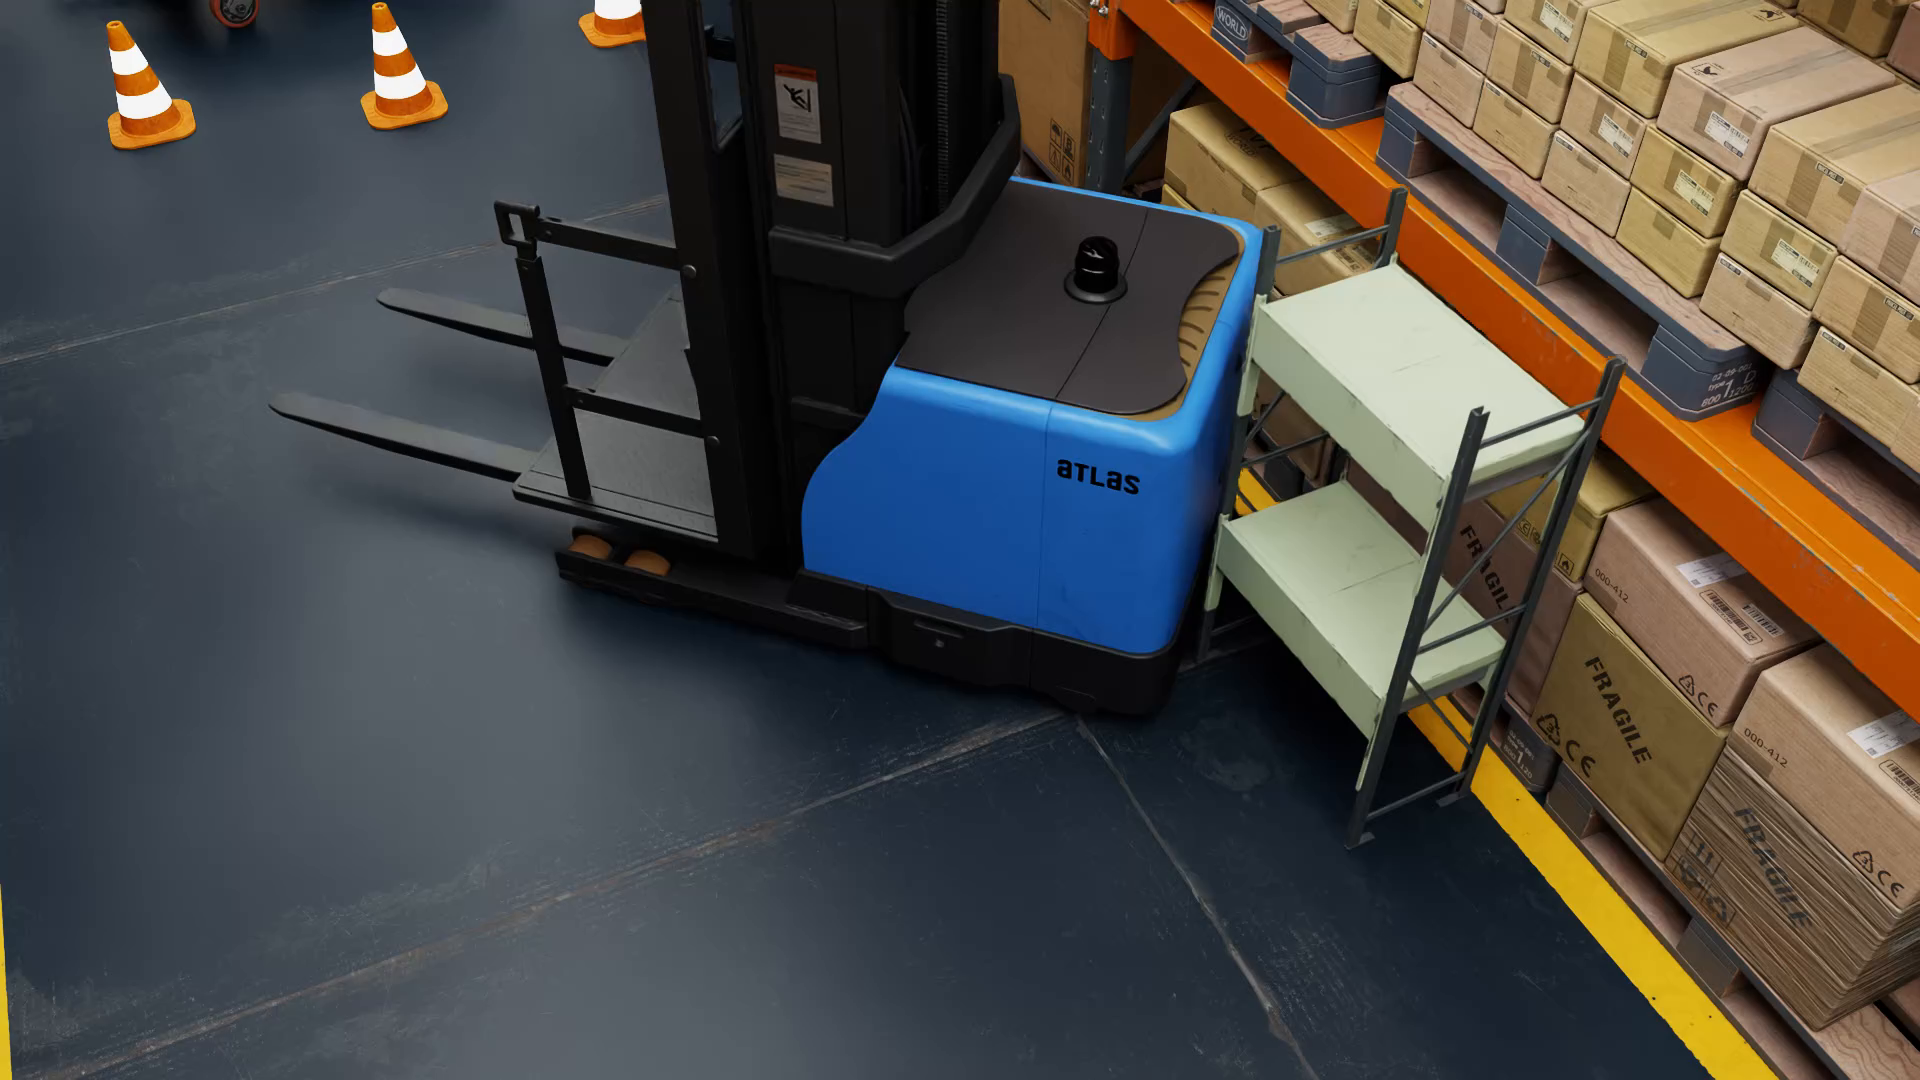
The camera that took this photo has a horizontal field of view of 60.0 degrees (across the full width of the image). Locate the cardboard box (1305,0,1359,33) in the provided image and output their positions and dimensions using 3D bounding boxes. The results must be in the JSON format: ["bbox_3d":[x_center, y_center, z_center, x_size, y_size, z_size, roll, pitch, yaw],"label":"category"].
[{"bbox_3d":[1.159,-1.545,4.560,0.380,0.149,0.250,-16,47,-15],"label":"cardboard box"}]

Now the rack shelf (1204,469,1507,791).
[{"bbox_3d":[1.038,0.223,4.415,0.431,0.370,0.720,-19,48,-19],"label":"rack shelf"}]

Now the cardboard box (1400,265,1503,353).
[{"bbox_3d":[1.408,-0.546,4.614,0.500,0.250,0.500,-18,47,-17],"label":"cardboard box"}]

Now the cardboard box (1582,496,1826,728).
[{"bbox_3d":[1.863,0.119,3.941,0.500,0.250,0.500,-16,47,-16],"label":"cardboard box"}]

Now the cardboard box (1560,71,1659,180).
[{"bbox_3d":[1.609,-0.980,3.775,0.380,0.149,0.250,-16,47,-16],"label":"cardboard box"}]

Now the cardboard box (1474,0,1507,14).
[{"bbox_3d":[1.387,-1.424,4.013,0.380,0.149,0.250,-16,47,-16],"label":"cardboard box"}]

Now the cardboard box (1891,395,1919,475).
[{"bbox_3d":[2.050,-0.203,3.200,0.380,0.149,0.250,-18,47,-18],"label":"cardboard box"}]

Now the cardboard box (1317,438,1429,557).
[{"bbox_3d":[1.428,-0.261,4.859,0.500,0.500,0.500,-19,48,-18],"label":"cardboard box"}]

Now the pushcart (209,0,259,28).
[{"bbox_3d":[-3.155,-2.967,7.988,1.648,0.377,0.936,-35,54,-30],"label":"pushcart"}]

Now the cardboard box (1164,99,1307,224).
[{"bbox_3d":[0.998,-1.188,5.265,0.500,0.250,0.500,-20,48,-19],"label":"cardboard box"}]

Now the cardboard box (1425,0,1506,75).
[{"bbox_3d":[1.390,-1.310,4.110,0.380,0.149,0.250,-18,47,-17],"label":"cardboard box"}]

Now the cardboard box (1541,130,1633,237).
[{"bbox_3d":[1.600,-0.877,3.883,0.380,0.149,0.250,-19,48,-19],"label":"cardboard box"}]

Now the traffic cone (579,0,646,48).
[{"bbox_3d":[-1.560,-2.518,7.472,0.336,0.463,0.334,-18,47,-17],"label":"traffic cone"}]

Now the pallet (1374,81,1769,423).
[{"bbox_3d":[1.797,-0.855,4.117,1.003,0.211,1.213,-18,47,-17],"label":"pallet"}]

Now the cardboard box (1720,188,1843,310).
[{"bbox_3d":[1.822,-0.650,3.441,0.380,0.149,0.250,-20,48,-19],"label":"cardboard box"}]

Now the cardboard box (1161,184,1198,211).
[{"bbox_3d":[0.994,-0.906,5.513,0.500,0.500,0.500,-20,48,-19],"label":"cardboard box"}]

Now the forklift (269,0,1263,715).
[{"bbox_3d":[-0.698,-1.184,4.364,3.031,2.935,1.130,14,46,14],"label":"forklift"}]

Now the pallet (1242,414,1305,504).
[{"bbox_3d":[1.255,-0.681,5.790,1.003,0.211,1.213,-18,47,-17],"label":"pallet"}]

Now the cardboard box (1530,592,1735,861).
[{"bbox_3d":[1.854,0.393,4.197,0.500,0.500,0.500,-19,48,-18],"label":"cardboard box"}]

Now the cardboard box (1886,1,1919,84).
[{"bbox_3d":[2.317,-1.106,3.691,0.380,0.149,0.250,-16,47,-16],"label":"cardboard box"}]

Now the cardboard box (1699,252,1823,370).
[{"bbox_3d":[1.823,-0.538,3.540,0.380,0.149,0.250,-20,48,-19],"label":"cardboard box"}]

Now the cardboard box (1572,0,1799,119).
[{"bbox_3d":[1.602,-1.095,3.681,0.380,0.149,0.250,-19,48,-18],"label":"cardboard box"}]

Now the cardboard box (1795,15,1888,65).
[{"bbox_3d":[2.202,-1.172,3.970,0.380,0.149,0.250,-19,48,-18],"label":"cardboard box"}]

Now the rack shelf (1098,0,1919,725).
[{"bbox_3d":[1.769,-0.642,4.277,1.077,0.370,4.000,-18,47,-17],"label":"rack shelf"}]

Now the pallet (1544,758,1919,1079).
[{"bbox_3d":[2.281,0.874,4.214,1.003,0.211,1.213,-18,47,-17],"label":"pallet"}]

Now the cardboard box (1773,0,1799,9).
[{"bbox_3d":[2.091,-1.443,4.033,0.380,0.149,0.250,-16,47,-15],"label":"cardboard box"}]

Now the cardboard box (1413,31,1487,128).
[{"bbox_3d":[1.388,-1.204,4.215,0.380,0.149,0.250,-17,47,-16],"label":"cardboard box"}]

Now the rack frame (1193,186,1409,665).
[{"bbox_3d":[0.876,-0.239,4.420,0.400,1.500,0.023,-19,48,-19],"label":"rack frame"}]

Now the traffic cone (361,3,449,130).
[{"bbox_3d":[-2.382,-2.026,6.974,0.336,0.463,0.334,-18,47,-17],"label":"traffic cone"}]

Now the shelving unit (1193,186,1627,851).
[{"bbox_3d":[1.042,-0.010,4.188,0.431,1.500,0.755,-19,48,-19],"label":"shelving unit"}]

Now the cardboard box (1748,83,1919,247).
[{"bbox_3d":[1.832,-0.754,3.335,0.380,0.149,0.250,-19,48,-19],"label":"cardboard box"}]
